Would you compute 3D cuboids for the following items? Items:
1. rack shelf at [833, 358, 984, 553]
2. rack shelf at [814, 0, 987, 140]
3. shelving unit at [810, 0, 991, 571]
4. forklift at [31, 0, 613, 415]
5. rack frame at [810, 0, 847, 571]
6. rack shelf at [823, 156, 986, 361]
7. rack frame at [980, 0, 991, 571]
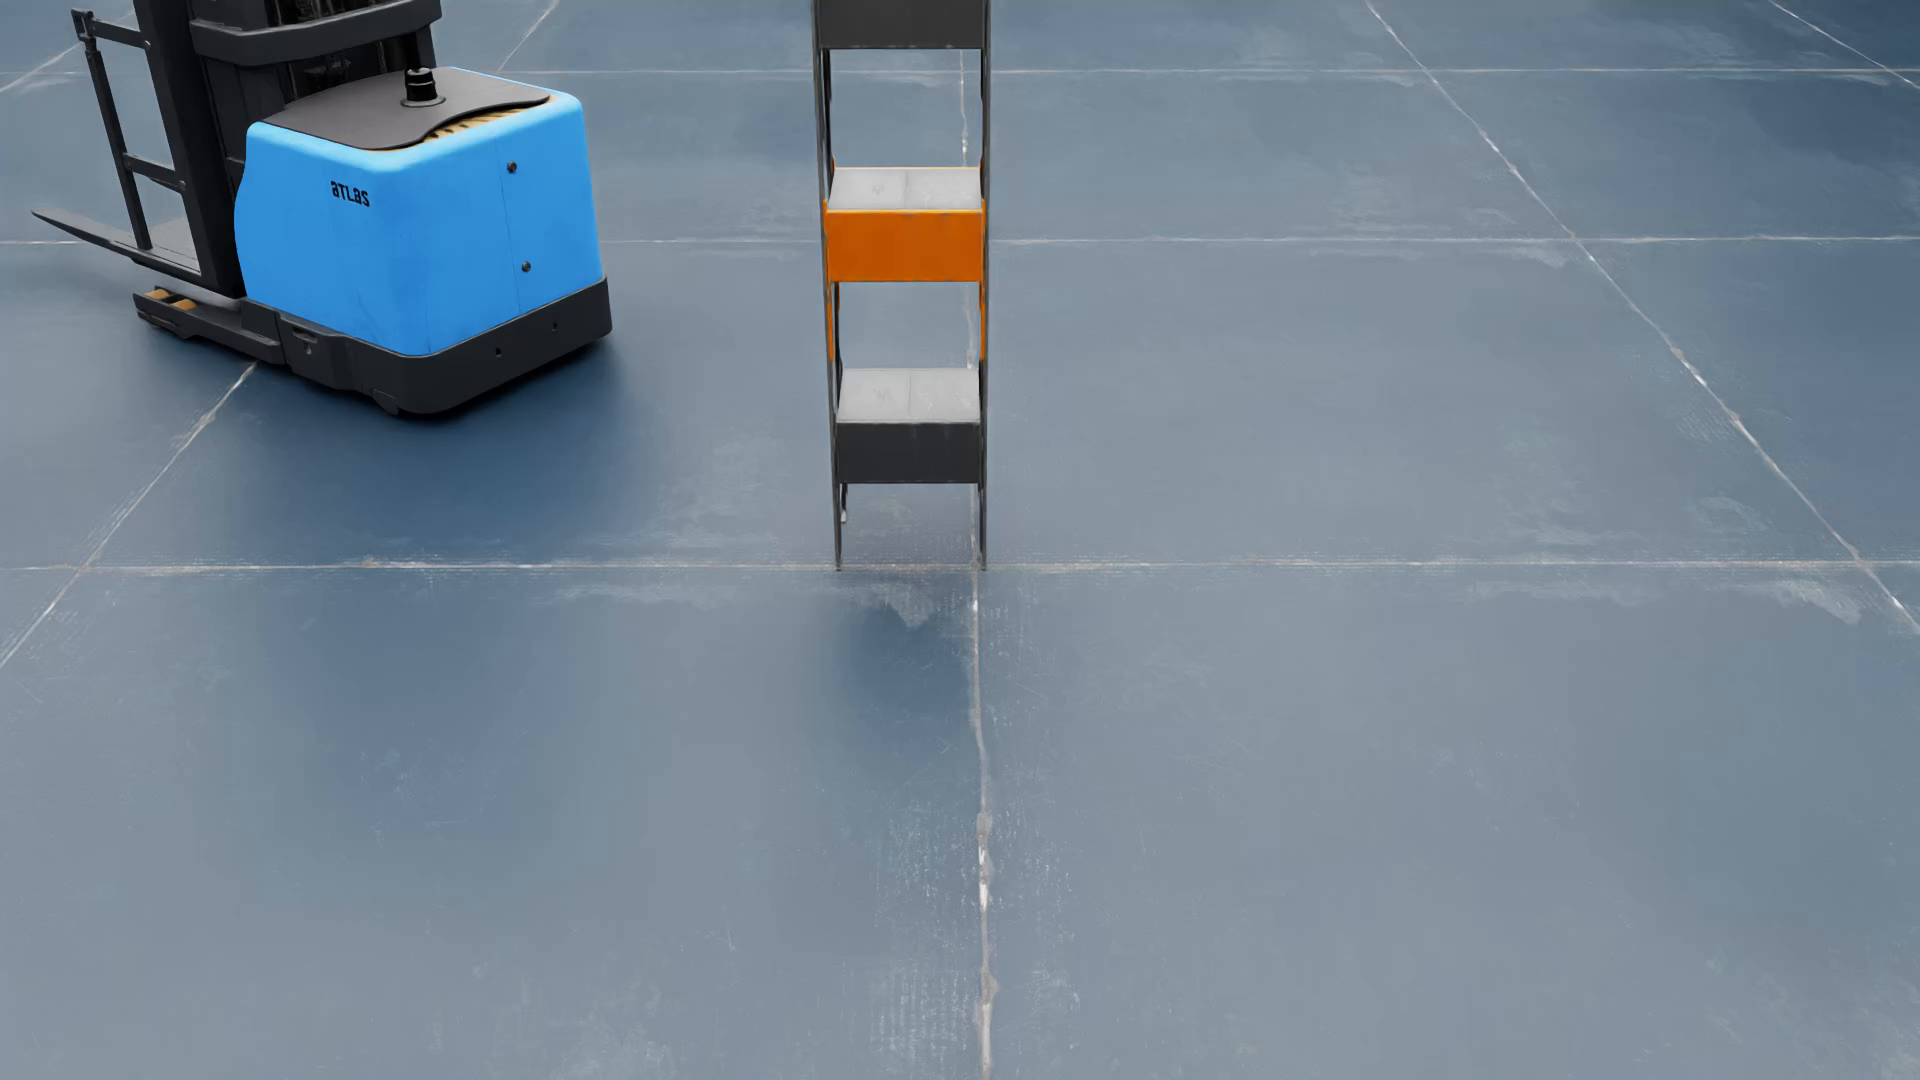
[{"bbox_3d":[-0.166,-0.287,5.575,0.480,0.518,0.431,0,31,0],"label":"rack shelf"},{"bbox_3d":[-0.166,-1.484,4.848,0.480,0.518,0.431,0,31,0],"label":"rack shelf"},{"bbox_3d":[-0.166,-0.897,5.204,0.503,2.100,0.431,0,31,0],"label":"shelving unit"},{"bbox_3d":[-2.984,-2.326,6.757,3.031,2.935,1.130,20,36,29],"label":"forklift"},{"bbox_3d":[-0.410,-0.896,5.203,0.015,2.100,0.400,0,31,0],"label":"rack frame"},{"bbox_3d":[-0.166,-0.886,5.212,0.480,0.518,0.431,0,31,0],"label":"rack shelf"},{"bbox_3d":[0.078,-0.898,5.206,0.015,2.100,0.400,0,31,0],"label":"rack frame"}]
